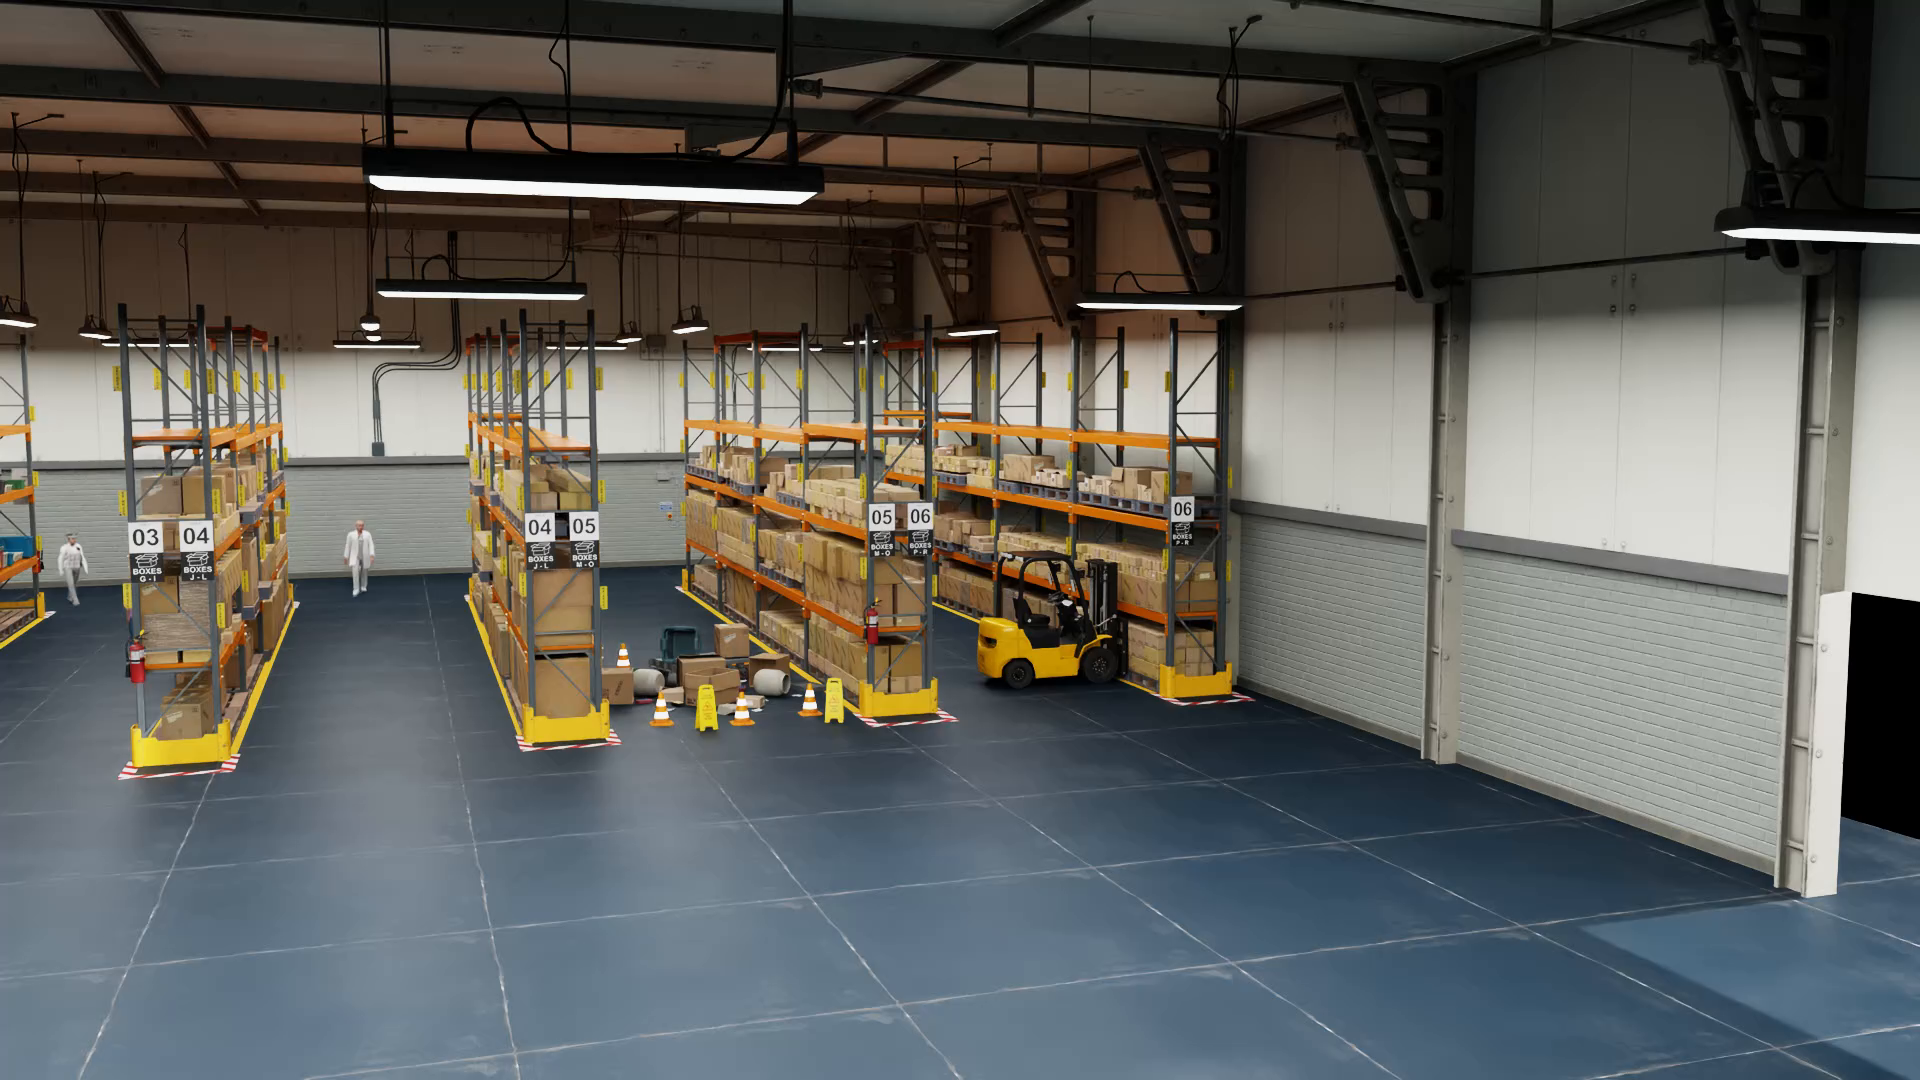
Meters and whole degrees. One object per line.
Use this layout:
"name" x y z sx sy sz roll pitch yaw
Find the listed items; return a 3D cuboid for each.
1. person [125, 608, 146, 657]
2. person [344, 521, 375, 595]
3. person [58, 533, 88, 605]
"person" -14.706 1.393 29.787 0.434 1.532 0.967 -3 6 -31
"person" -14.139 0.403 39.135 0.674 1.718 1.114 -2 6 -24
"person" -19.954 0.623 37.388 1.073 1.600 0.543 5 7 43
